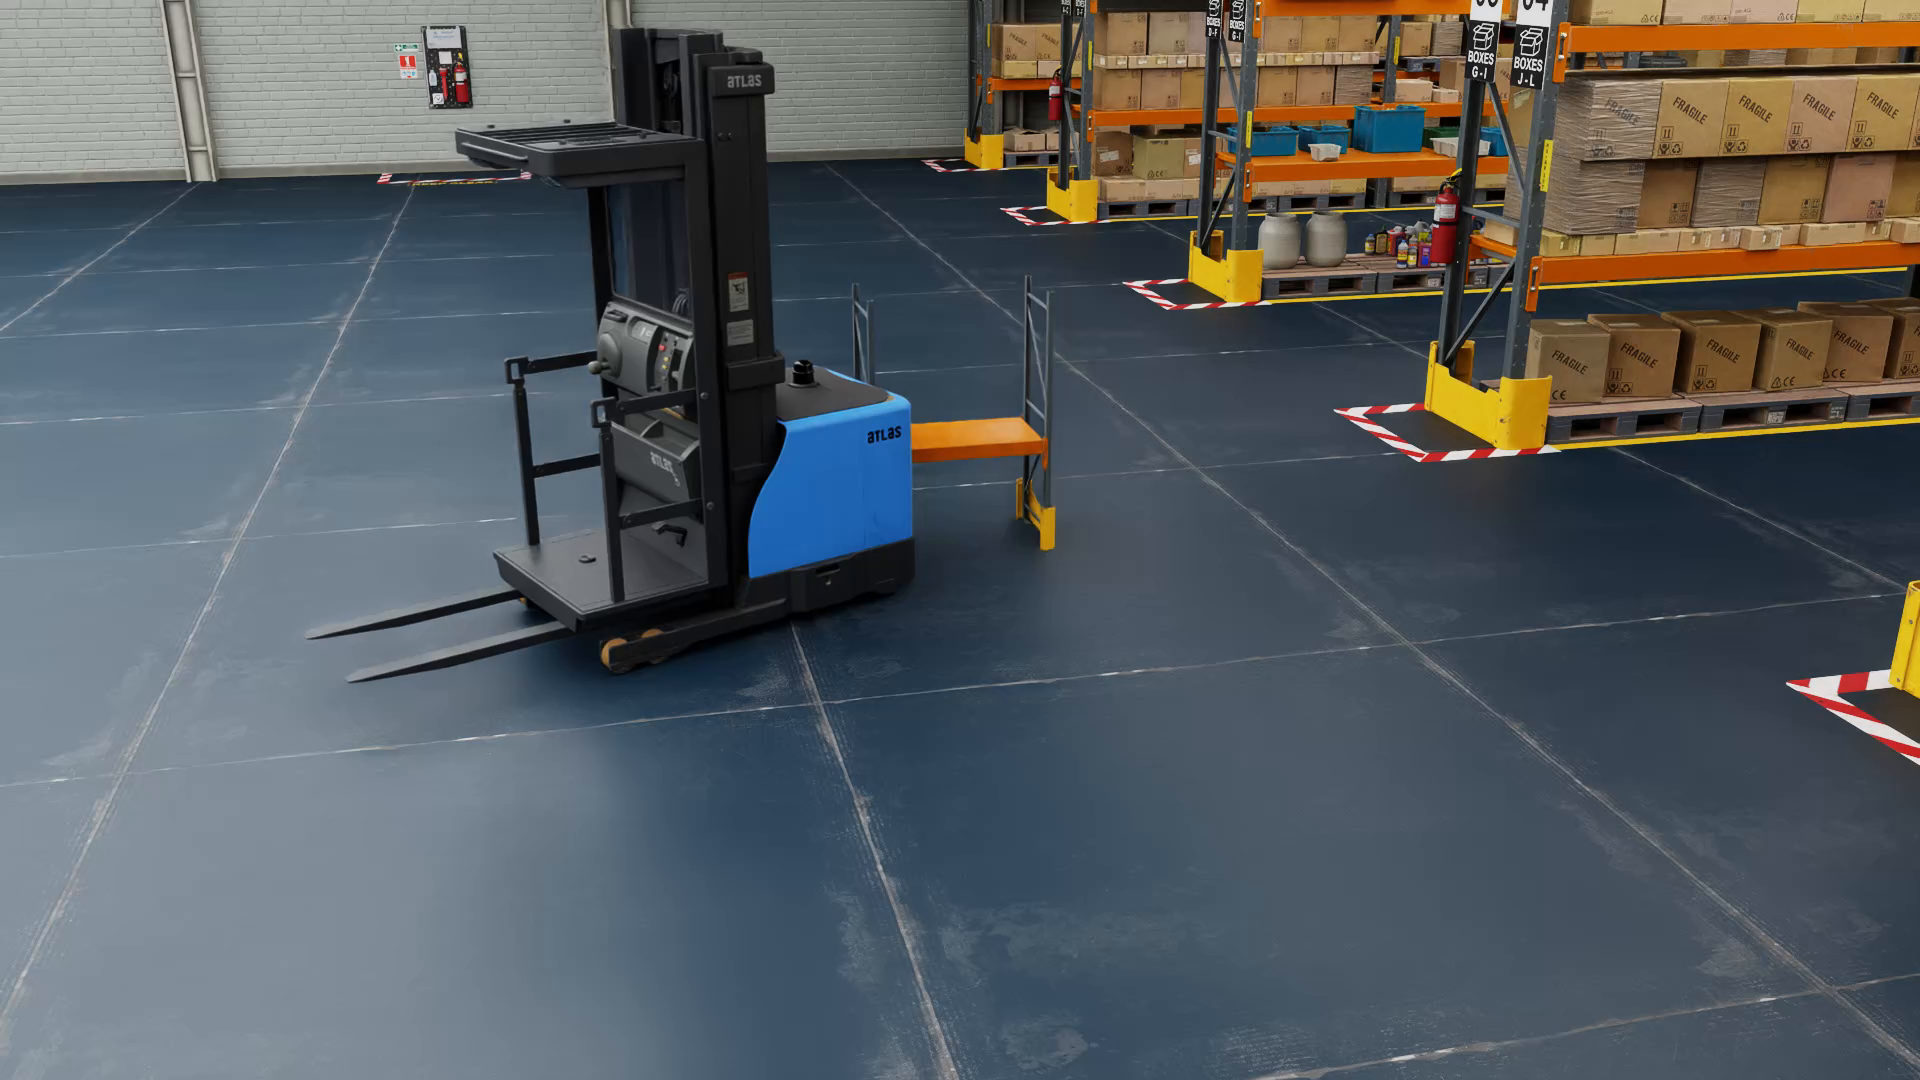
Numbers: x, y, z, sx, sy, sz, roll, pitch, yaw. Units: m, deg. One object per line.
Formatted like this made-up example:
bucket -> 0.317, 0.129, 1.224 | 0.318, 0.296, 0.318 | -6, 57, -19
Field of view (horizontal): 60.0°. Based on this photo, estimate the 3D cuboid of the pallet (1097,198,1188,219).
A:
pallet -> 2.170, -4.309, 21.269 | 1.213, 0.211, 1.003 | -5, 21, -12

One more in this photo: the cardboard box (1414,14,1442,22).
cardboard box -> 7.439, -8.325, 26.451 | 0.250, 0.149, 0.380 | -8, 22, -22

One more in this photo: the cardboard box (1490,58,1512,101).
cardboard box -> 7.079, -6.044, 21.807 | 0.500, 0.500, 0.500 | -5, 21, -12

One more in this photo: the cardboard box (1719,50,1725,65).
cardboard box -> 12.502, -8.329, 27.756 | 0.700, 0.700, 0.980 | -4, 21, -12

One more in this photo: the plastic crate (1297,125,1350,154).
plastic crate -> 3.623, -4.004, 16.602 | 0.408, 0.251, 0.499 | -5, 21, -12

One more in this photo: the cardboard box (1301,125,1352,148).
cardboard box -> 4.805, -5.186, 21.908 | 0.500, 0.500, 0.500 | -5, 21, -12

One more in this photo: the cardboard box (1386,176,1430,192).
cardboard box -> 5.778, -4.715, 21.712 | 0.500, 0.250, 0.500 | -5, 21, -14

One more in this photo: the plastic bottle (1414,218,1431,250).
plastic bottle -> 4.805, -3.176, 17.335 | 0.185, 0.351, 0.144 | -4, 20, -10

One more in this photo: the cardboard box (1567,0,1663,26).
cardboard box -> 4.240, -3.517, 10.911 | 0.500, 0.250, 0.500 | -4, 21, -11

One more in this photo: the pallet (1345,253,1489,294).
pallet -> 4.611, -2.755, 17.029 | 1.213, 0.211, 1.003 | -5, 21, -12

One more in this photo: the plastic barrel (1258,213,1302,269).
plastic barrel -> 3.194, -2.992, 16.627 | 0.421, 0.512, 0.421 | 0, 20, 0

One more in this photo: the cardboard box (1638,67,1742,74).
cardboard box -> 5.162, -3.090, 11.857 | 0.500, 0.500, 0.500 | -5, 21, -12

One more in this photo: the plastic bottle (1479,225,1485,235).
plastic bottle -> 5.470, -3.150, 17.380 | 0.097, 0.271, 0.097 | 0, 20, 0

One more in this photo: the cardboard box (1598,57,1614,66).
cardboard box -> 10.460, -7.835, 27.179 | 0.250, 0.149, 0.380 | -5, 21, -14

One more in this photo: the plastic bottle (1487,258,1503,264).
plastic bottle -> 5.403, -2.976, 16.790 | 0.185, 0.351, 0.144 | -5, 21, -13

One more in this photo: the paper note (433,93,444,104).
paper note -> -7.667, -6.484, 24.435 | 0.142, 0.148, 0.016 | -5, 21, -12

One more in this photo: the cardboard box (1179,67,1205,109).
cardboard box -> 2.887, -5.703, 20.878 | 0.500, 0.500, 0.700 | -5, 21, -12

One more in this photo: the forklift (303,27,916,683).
forklift -> -1.725, -0.936, 8.109 | 3.031, 2.935, 1.130 | -15, 25, -34

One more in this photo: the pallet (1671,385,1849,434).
pallet -> 5.769, -1.072, 12.433 | 1.213, 0.211, 1.003 | -5, 21, -12

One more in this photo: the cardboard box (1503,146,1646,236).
cardboard box -> 4.253, -2.448, 11.559 | 0.500, 0.500, 0.875 | -5, 21, -12

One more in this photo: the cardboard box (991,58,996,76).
cardboard box -> 0.702, -7.242, 25.413 | 0.500, 0.250, 0.500 | -4, 21, -12

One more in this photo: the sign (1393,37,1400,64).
sign -> 5.457, -6.118, 20.781 | 0.005, 0.325, 0.100 | -5, 21, -12

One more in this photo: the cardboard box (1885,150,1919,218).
cardboard box -> 6.657, -2.688, 12.213 | 0.500, 0.500, 0.875 | -5, 21, -12

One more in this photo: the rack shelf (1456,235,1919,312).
rack shelf -> 5.658, -2.048, 12.089 | 4.000, 0.370, 1.077 | -5, 21, -12

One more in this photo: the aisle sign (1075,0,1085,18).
aisle sign -> 1.442, -6.656, 19.845 | 0.004, 0.787, 0.394 | -5, 21, -12

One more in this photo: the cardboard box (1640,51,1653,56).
cardboard box -> 11.084, -8.182, 27.184 | 0.500, 0.500, 0.500 | -4, 21, -12

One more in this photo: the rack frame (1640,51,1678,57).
rack frame -> 9.221, -6.177, 22.315 | 0.127, 3.000, 1.000 | -5, 21, -12

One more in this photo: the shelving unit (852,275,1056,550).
shelving unit -> -0.036, -0.709, 9.568 | 1.083, 1.500, 0.587 | -5, 21, -13

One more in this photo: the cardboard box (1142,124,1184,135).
cardboard box -> 3.184, -6.455, 26.070 | 0.500, 0.500, 0.500 | -6, 21, -17

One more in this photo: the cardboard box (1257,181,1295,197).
cardboard box -> 3.955, -4.575, 21.331 | 0.500, 0.250, 0.500 | -5, 21, -12

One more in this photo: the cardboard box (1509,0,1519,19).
cardboard box -> 4.122, -3.688, 11.380 | 0.500, 0.250, 0.500 | -4, 21, -11

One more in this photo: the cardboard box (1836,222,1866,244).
cardboard box -> 6.235, -2.228, 11.901 | 0.250, 0.149, 0.380 | -5, 21, -12

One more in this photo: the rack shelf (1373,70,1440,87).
rack shelf -> 6.131, -7.338, 26.532 | 4.000, 0.370, 1.077 | -5, 21, -12

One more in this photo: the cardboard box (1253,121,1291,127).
cardboard box -> 4.897, -6.614, 26.505 | 0.500, 0.500, 0.700 | -4, 20, -11

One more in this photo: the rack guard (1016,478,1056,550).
rack guard -> 0.449, -0.161, 9.892 | 0.087, 0.250, 0.587 | -5, 21, -13

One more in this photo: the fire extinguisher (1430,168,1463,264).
fire extinguisher -> 3.494, -2.336, 11.943 | 0.183, 0.674, 0.296 | -5, 21, -12

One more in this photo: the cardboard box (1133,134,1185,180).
cardboard box -> 2.495, -4.810, 20.880 | 0.500, 0.500, 0.500 | -5, 21, -12

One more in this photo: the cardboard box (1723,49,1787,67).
cardboard box -> 10.742, -6.517, 22.488 | 0.500, 0.500, 0.700 | -1, 20, -2

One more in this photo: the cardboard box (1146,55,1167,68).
cardboard box -> 2.366, -5.895, 20.458 | 0.250, 0.149, 0.380 | -5, 21, -12

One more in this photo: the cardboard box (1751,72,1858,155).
cardboard box -> 5.769, -2.954, 11.487 | 0.500, 0.500, 0.500 | -5, 21, -12

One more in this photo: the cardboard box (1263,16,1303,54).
cardboard box -> 3.919, -6.399, 20.891 | 0.500, 0.500, 0.700 | -5, 21, -12

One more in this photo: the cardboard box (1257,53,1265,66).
cardboard box -> 3.619, -5.996, 20.734 | 0.250, 0.149, 0.380 | -4, 20, -11

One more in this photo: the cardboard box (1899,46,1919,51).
cardboard box -> 13.546, -7.136, 23.336 | 0.500, 0.500, 0.500 | -5, 21, -12

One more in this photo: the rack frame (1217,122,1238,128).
rack frame -> 4.185, -7.518, 25.976 | 0.127, 3.000, 1.000 | -5, 21, -12

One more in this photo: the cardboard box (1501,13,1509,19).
cardboard box -> 8.606, -8.334, 26.509 | 0.500, 0.250, 0.500 | -4, 21, -11

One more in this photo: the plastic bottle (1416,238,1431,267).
plastic bottle -> 4.632, -2.867, 16.590 | 0.133, 0.283, 0.061 | -4, 21, -12

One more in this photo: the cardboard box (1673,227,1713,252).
cardboard box -> 5.021, -2.124, 11.618 | 0.250, 0.149, 0.380 | -5, 21, -12

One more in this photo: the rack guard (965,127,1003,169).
rack guard -> 0.366, -6.033, 25.559 | 0.348, 0.500, 1.175 | -5, 21, -12

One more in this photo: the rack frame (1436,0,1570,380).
rack frame -> 3.711, -2.227, 11.533 | 0.127, 3.000, 1.000 | -5, 21, -12

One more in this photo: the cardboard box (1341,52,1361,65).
cardboard box -> 4.872, -6.099, 21.016 | 0.250, 0.149, 0.380 | -5, 21, -14

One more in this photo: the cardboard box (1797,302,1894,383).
cardboard box -> 6.650, -1.501, 12.575 | 0.500, 0.500, 0.500 | 2, 20, 5

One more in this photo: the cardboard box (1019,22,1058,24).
cardboard box -> 1.194, -7.637, 25.401 | 0.500, 0.500, 0.500 | -4, 21, -12

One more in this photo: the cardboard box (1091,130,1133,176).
cardboard box -> 1.889, -4.944, 21.246 | 0.500, 0.500, 0.500 | -5, 21, -12
